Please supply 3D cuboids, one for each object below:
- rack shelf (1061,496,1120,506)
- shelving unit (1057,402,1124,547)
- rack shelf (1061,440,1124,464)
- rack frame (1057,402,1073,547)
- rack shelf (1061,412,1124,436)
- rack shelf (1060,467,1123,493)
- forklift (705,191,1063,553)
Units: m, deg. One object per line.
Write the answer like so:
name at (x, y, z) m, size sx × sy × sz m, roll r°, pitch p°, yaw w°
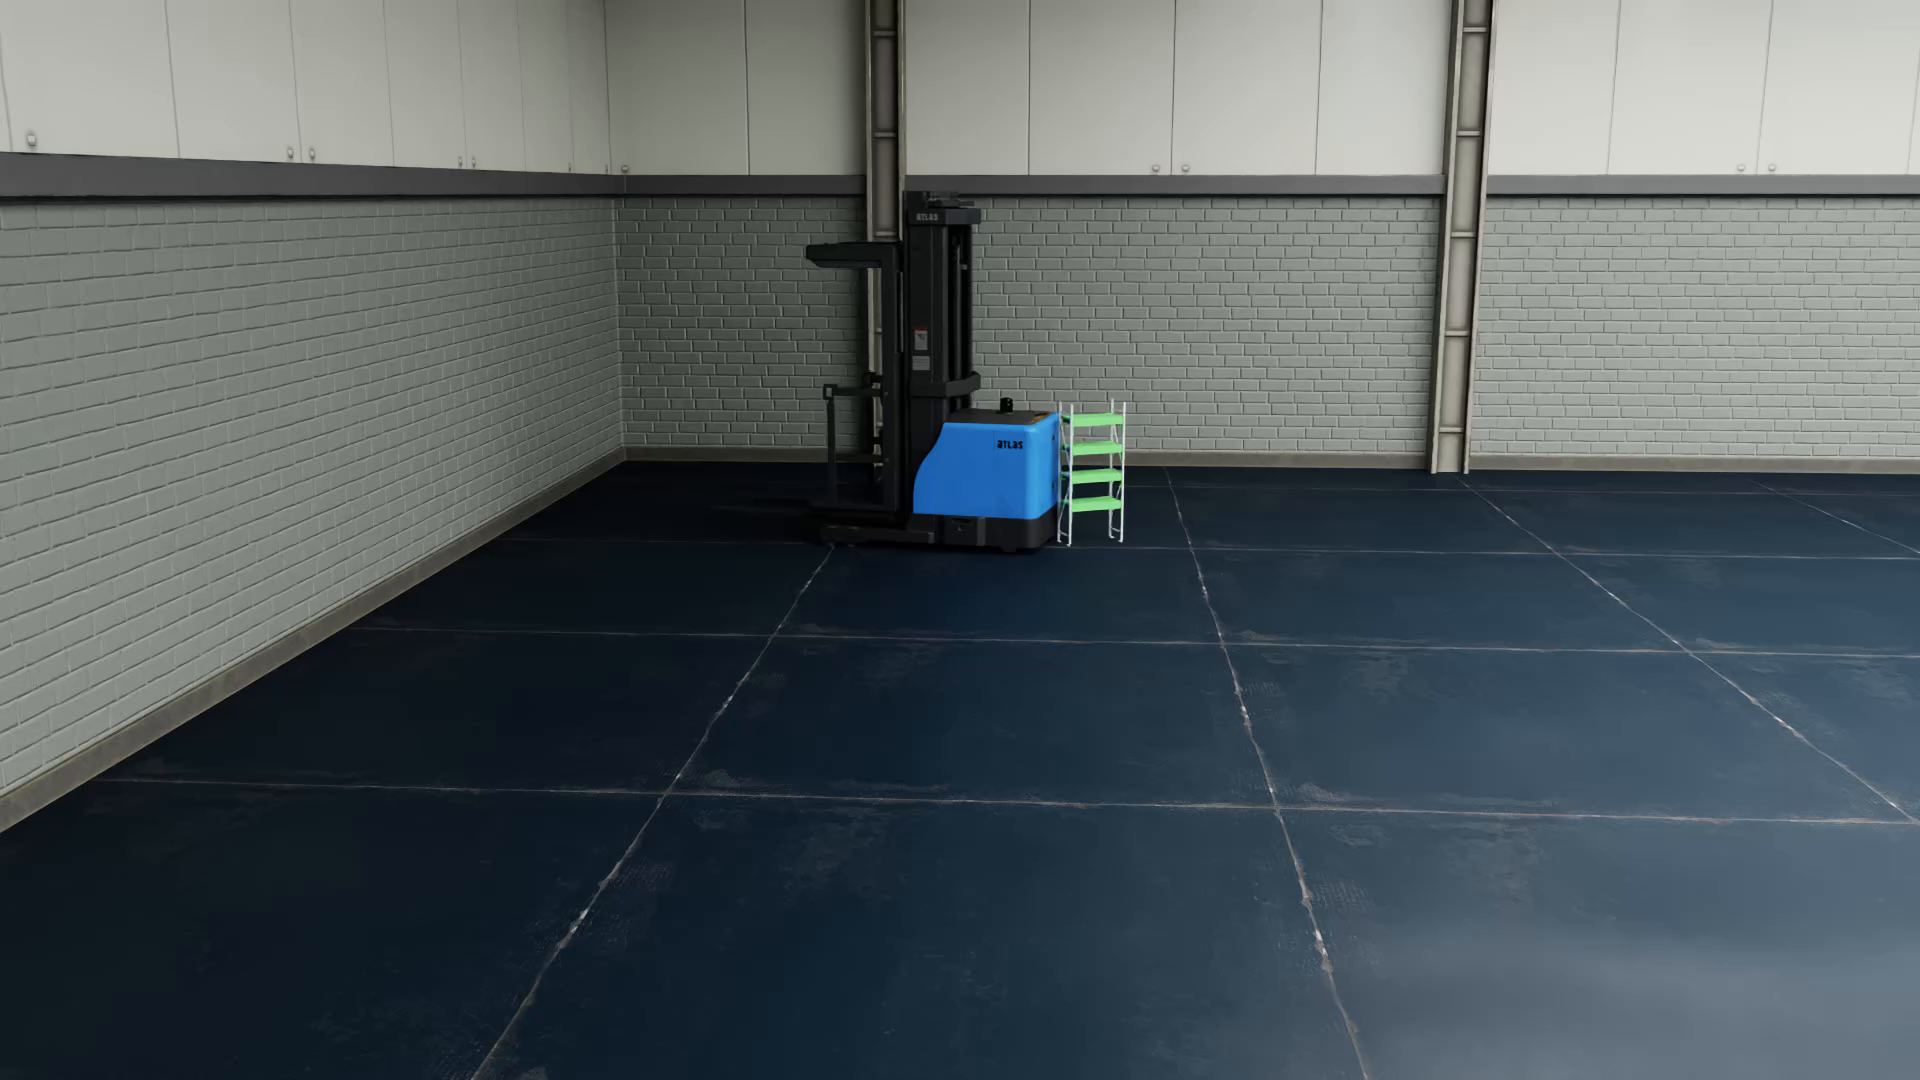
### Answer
rack shelf at (1.108, -0.327, 14.123) m, size 0.457 × 0.021 × 0.221 m, roll -5°, pitch 13°, yaw -22°
shelving unit at (1.103, -0.572, 14.070) m, size 0.492 × 1.200 × 0.258 m, roll -5°, pitch 13°, yaw -22°
rack shelf at (1.108, -0.744, 14.036) m, size 0.480 × 0.148 × 0.258 m, roll -5°, pitch 13°, yaw -22°
rack frame at (0.882, -0.553, 13.982) m, size 0.015 × 1.200 × 0.240 m, roll -5°, pitch 13°, yaw -22°
rack shelf at (1.108, -0.979, 13.987) m, size 0.480 × 0.148 × 0.258 m, roll -5°, pitch 13°, yaw -22°
rack shelf at (1.108, -0.509, 14.085) m, size 0.480 × 0.148 × 0.258 m, roll -5°, pitch 13°, yaw -22°
forklift at (-0.683, -1.479, 14.182) m, size 3.031 × 2.935 × 1.130 m, roll 3°, pitch 12°, yaw 16°
